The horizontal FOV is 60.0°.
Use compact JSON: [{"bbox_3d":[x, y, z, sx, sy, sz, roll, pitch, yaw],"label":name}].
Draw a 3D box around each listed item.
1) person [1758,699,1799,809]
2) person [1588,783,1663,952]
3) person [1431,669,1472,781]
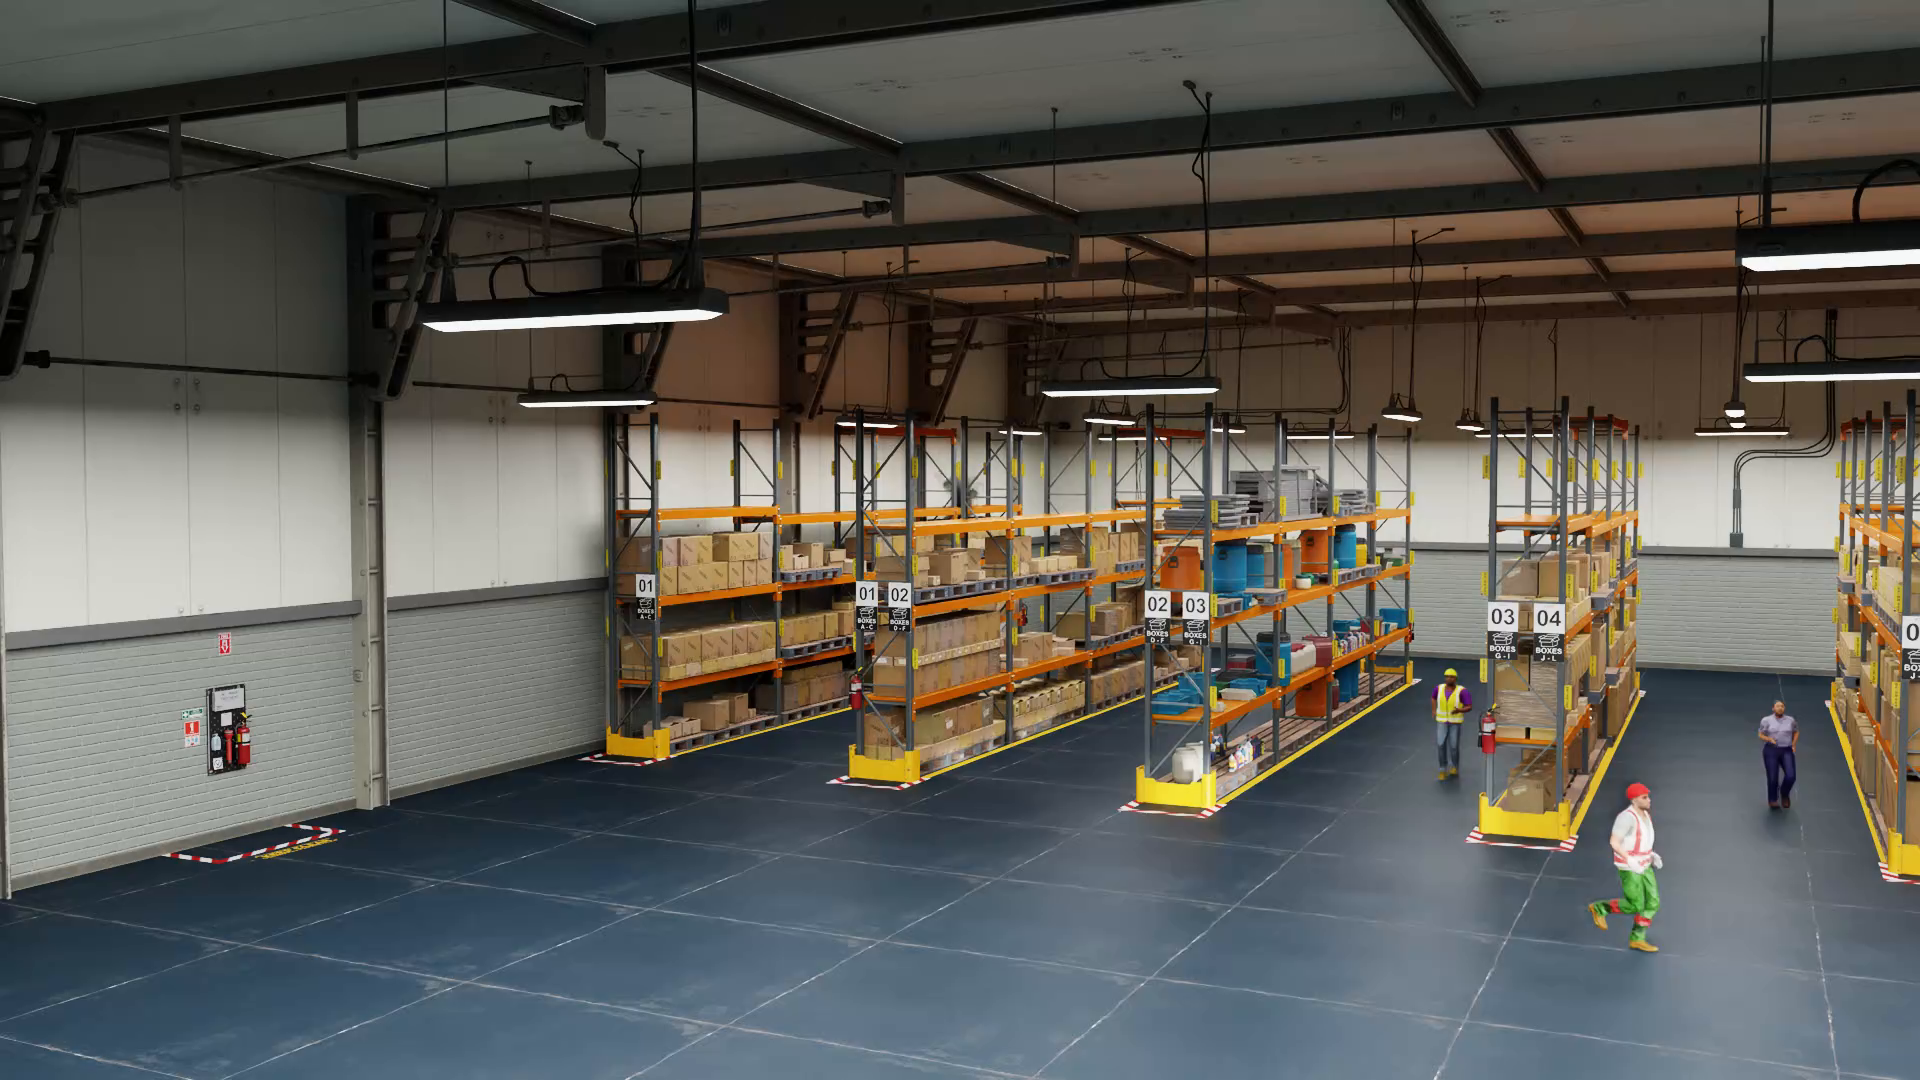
[{"bbox_3d":[12.067,3.160,24.465,0.582,1.615,0.605,1,2,16],"label":"person"},{"bbox_3d":[6.999,3.400,17.452,0.646,1.738,0.712,-2,3,-39],"label":"person"},{"bbox_3d":[7.956,2.996,26.995,0.685,1.830,0.692,1,3,27],"label":"person"}]
